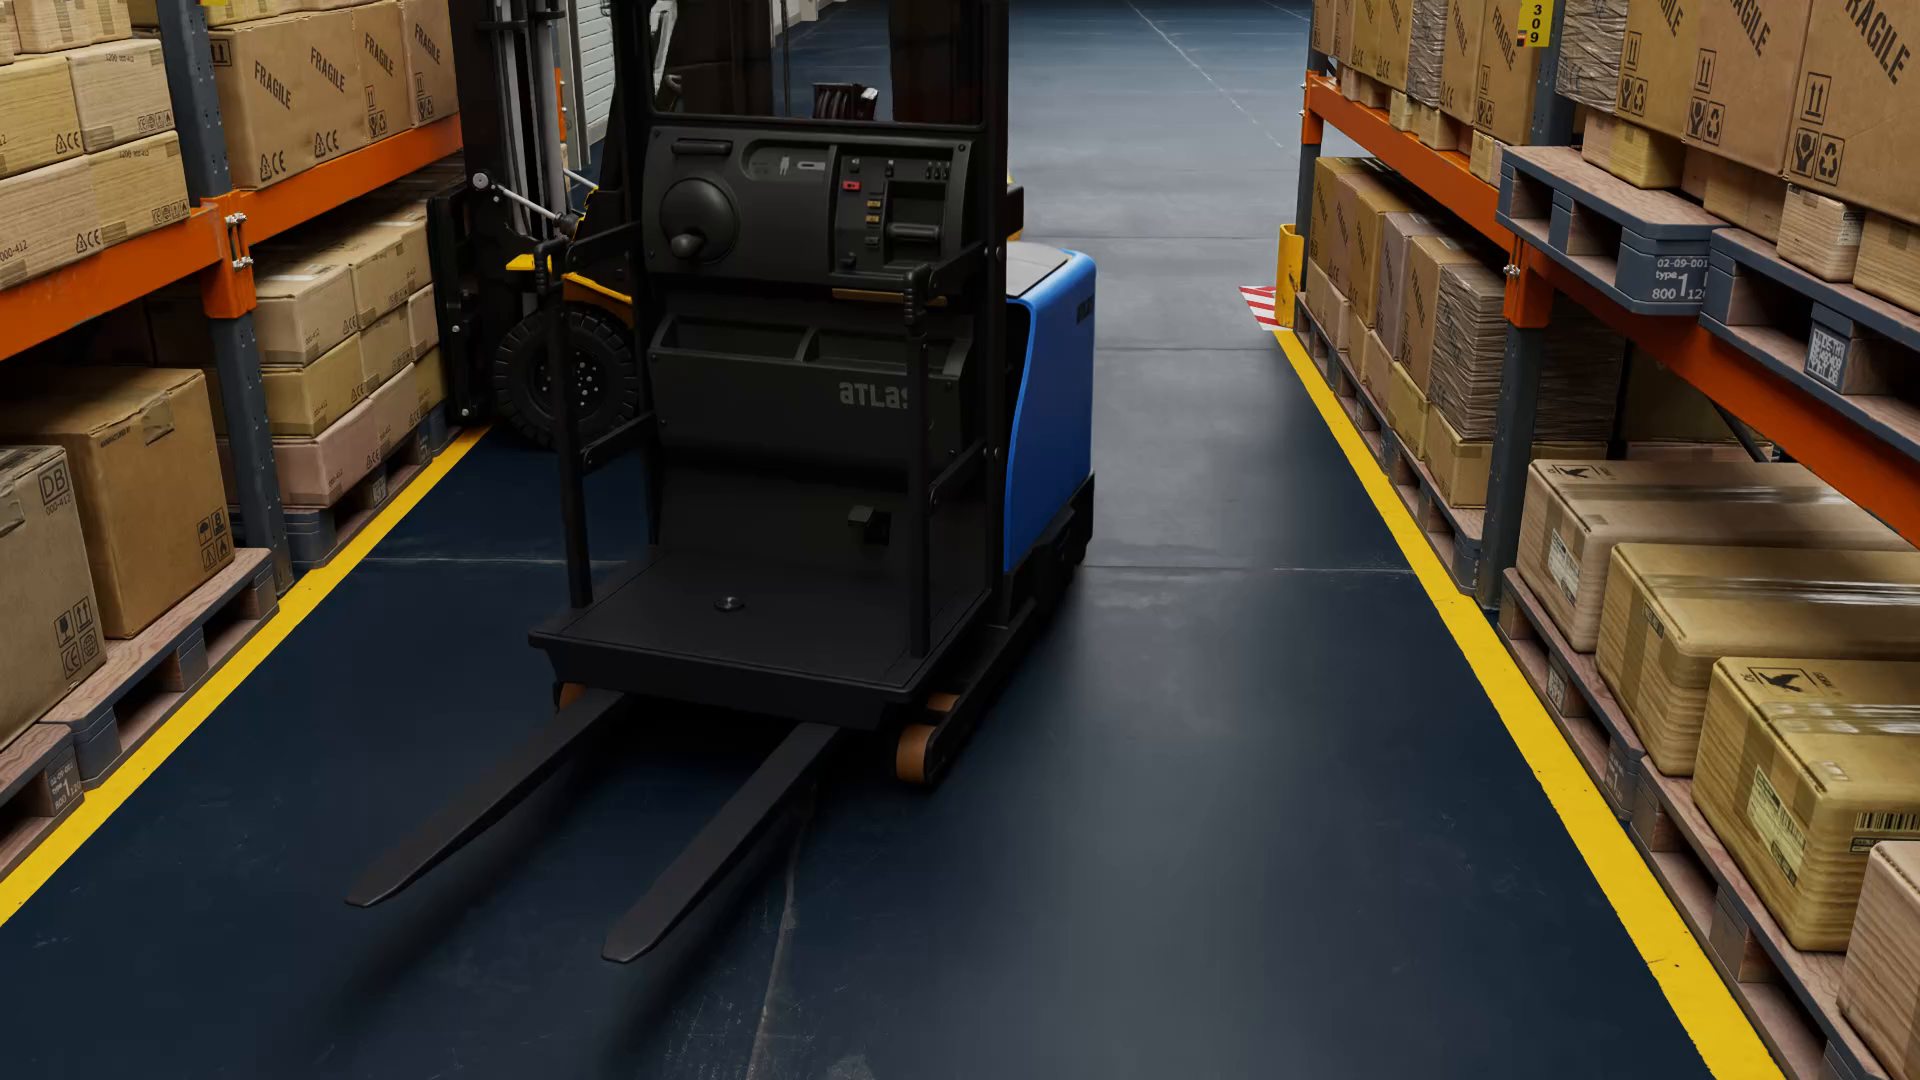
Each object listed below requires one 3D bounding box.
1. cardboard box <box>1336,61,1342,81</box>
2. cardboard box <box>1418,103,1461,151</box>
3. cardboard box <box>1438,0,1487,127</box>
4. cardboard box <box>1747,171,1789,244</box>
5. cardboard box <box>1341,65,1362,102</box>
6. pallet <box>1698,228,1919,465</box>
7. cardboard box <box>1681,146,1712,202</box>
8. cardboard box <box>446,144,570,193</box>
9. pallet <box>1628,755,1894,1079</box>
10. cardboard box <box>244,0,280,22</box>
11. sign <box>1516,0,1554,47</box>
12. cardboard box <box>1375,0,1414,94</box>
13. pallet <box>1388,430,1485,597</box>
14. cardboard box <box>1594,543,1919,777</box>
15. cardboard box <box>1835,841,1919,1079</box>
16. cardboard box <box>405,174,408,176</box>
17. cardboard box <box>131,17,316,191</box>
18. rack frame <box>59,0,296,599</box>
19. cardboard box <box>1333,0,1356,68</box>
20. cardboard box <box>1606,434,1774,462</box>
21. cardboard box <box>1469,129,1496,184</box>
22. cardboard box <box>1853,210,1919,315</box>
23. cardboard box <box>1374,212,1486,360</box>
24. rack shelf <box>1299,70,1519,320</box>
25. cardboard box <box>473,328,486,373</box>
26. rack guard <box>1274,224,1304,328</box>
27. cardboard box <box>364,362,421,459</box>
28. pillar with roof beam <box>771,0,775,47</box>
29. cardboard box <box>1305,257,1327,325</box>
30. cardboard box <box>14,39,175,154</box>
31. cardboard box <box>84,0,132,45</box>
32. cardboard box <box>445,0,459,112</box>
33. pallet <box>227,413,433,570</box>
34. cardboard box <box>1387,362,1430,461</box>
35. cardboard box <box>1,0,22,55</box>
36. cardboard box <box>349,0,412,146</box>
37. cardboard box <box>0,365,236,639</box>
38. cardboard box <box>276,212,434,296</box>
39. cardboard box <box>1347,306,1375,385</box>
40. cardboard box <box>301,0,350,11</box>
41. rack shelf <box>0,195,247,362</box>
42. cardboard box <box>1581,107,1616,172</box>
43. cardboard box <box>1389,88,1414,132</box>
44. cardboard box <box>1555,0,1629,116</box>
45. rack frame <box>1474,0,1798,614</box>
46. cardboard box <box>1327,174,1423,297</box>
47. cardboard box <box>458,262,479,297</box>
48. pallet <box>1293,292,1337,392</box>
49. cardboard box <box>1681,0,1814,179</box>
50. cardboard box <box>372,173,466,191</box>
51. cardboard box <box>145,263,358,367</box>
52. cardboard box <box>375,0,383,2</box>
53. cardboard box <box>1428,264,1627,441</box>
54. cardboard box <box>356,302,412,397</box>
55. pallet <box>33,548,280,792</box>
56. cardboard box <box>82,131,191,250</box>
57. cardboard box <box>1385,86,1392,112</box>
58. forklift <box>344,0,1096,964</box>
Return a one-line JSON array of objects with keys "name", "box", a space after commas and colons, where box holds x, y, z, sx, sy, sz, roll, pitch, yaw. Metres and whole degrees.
[{"name": "cardboard box", "box": [2.111, -2.386, 8.378, 0.380, 0.149, 0.250, 1, 21, 2]}, {"name": "cardboard box", "box": [1.939, -1.547, 6.216, 0.380, 0.149, 0.250, 0, 21, 1]}, {"name": "cardboard box", "box": [1.980, -1.712, 5.745, 0.500, 0.500, 0.500, 1, 21, 3]}, {"name": "cardboard box", "box": [1.866, -0.684, 3.412, 0.380, 0.149, 0.250, 1, 21, 2]}, {"name": "cardboard box", "box": [1.974, -2.108, 7.662, 0.380, 0.149, 0.250, 1, 21, 2]}, {"name": "pallet", "box": [2.104, -0.358, 3.069, 1.003, 0.211, 1.213, 1, 21, 2]}, {"name": "cardboard box", "box": [1.925, -0.866, 3.880, 0.380, 0.149, 0.250, 2, 21, 5]}, {"name": "cardboard box", "box": [-2.336, -1.887, 8.583, 0.500, 0.250, 0.500, 1, 21, 3]}, {"name": "pallet", "box": [2.150, 0.847, 3.555, 1.003, 0.211, 1.213, 1, 21, 2]}, {"name": "cardboard box", "box": [-2.476, -1.785, 5.449, 0.380, 0.149, 0.250, 1, 21, 3]}, {"name": "sign", "box": [1.664, -1.584, 4.767, 0.100, 0.325, 0.005, 1, 21, 2]}, {"name": "cardboard box", "box": [2.002, -2.085, 6.706, 0.500, 0.500, 0.500, 0, 21, 1]}, {"name": "pallet", "box": [2.191, -0.120, 6.047, 1.003, 0.211, 1.213, 1, 21, 2]}, {"name": "cardboard box", "box": [2.174, 0.302, 4.156, 0.950, 0.372, 0.625, 2, 21, 5]}, {"name": "cardboard box", "box": [2.126, 0.827, 2.802, 0.950, 0.372, 0.625, 0, 21, 1]}, {"name": "cardboard box", "box": [-2.849, -1.704, 8.113, 0.500, 0.250, 0.500, 1, 21, 2]}, {"name": "cardboard box", "box": [-2.481, -1.434, 5.441, 0.500, 0.500, 0.500, 0, 21, 0]}, {"name": "rack frame", "box": [-2.755, -1.230, 5.053, 1.000, 3.000, 0.127, 1, 21, 2]}, {"name": "cardboard box", "box": [2.024, -2.453, 7.655, 0.500, 0.500, 0.500, 1, 21, 3]}, {"name": "cardboard box", "box": [2.494, -0.301, 5.879, 0.500, 0.250, 0.500, 0, 21, -1]}, {"name": "cardboard box", "box": [1.912, -1.270, 5.502, 0.380, 0.149, 0.250, 1, 21, 3]}, {"name": "cardboard box", "box": [1.827, -0.492, 2.916, 0.380, 0.149, 0.250, 0, 21, 0]}, {"name": "cardboard box", "box": [1.984, -1.026, 6.710, 0.500, 0.500, 0.500, 2, 21, 4]}, {"name": "rack shelf", "box": [2.267, -1.565, 6.910, 1.077, 0.370, 4.000, 1, 21, 2]}, {"name": "cardboard box", "box": [-2.374, -0.869, 7.341, 0.500, 0.250, 0.500, 1, 21, 3]}, {"name": "rack guard", "box": [2.326, -1.430, 9.024, 1.175, 0.500, 0.348, 1, 21, 2]}, {"name": "cardboard box", "box": [-2.410, -0.499, 6.389, 0.500, 0.250, 0.500, 0, 21, 0]}, {"name": "pillar with roof beam", "box": [1.295, -11.692, 23.723, 9.100, 9.000, 0.400, 1, 21, 2]}, {"name": "cardboard box", "box": [2.027, -1.249, 8.321, 0.500, 0.250, 0.500, 0, 21, 1]}, {"name": "cardboard box", "box": [-2.515, -1.213, 4.525, 0.500, 0.250, 0.500, 0, 21, 0]}, {"name": "cardboard box", "box": [-2.544, -1.453, 4.593, 0.380, 0.149, 0.250, 1, 21, 3]}, {"name": "cardboard box", "box": [-2.426, -2.170, 7.336, 0.500, 0.500, 0.500, 0, 21, 1]}, {"name": "pallet", "box": [-2.689, -0.217, 6.297, 1.003, 0.211, 1.213, 1, 21, 2]}, {"name": "cardboard box", "box": [1.962, -0.500, 6.392, 0.500, 0.250, 0.500, 0, 21, 0]}, {"name": "cardboard box", "box": [-2.594, -1.272, 4.125, 0.380, 0.149, 0.250, 1, 21, 2]}, {"name": "cardboard box", "box": [-2.467, -1.806, 6.399, 0.500, 0.500, 0.500, 0, 21, 1]}, {"name": "cardboard box", "box": [-2.760, -0.130, 4.920, 0.875, 0.625, 0.625, 2, 21, 4]}, {"name": "cardboard box", "box": [-2.398, -1.147, 6.676, 0.500, 0.250, 0.500, 1, 21, 3]}, {"name": "cardboard box", "box": [2.000, -0.867, 7.336, 0.500, 0.250, 0.500, 2, 21, 5]}, {"name": "cardboard box", "box": [-2.415, -1.968, 5.920, 0.380, 0.149, 0.250, 1, 21, 3]}, {"name": "rack shelf", "box": [-2.816, -0.172, 3.319, 1.077, 0.370, 4.000, 1, 21, 2]}, {"name": "cardboard box", "box": [1.874, -1.059, 4.379, 0.380, 0.149, 0.250, 1, 21, 2]}, {"name": "cardboard box", "box": [1.948, -1.732, 6.694, 0.380, 0.149, 0.250, 1, 21, 2]}, {"name": "cardboard box", "box": [1.905, -1.392, 4.339, 0.500, 0.500, 0.500, 1, 21, 3]}, {"name": "rack frame", "box": [2.206, -1.177, 4.916, 1.000, 3.000, 0.127, 1, 21, 2]}, {"name": "cardboard box", "box": [2.015, -1.400, 7.676, 0.500, 0.500, 0.500, 0, 21, 0]}, {"name": "cardboard box", "box": [-2.376, -1.095, 7.234, 0.500, 0.250, 0.500, 1, 21, 1]}, {"name": "pallet", "box": [2.265, -1.002, 8.321, 1.003, 0.211, 1.213, 1, 21, 2]}, {"name": "cardboard box", "box": [1.862, -1.032, 3.412, 0.500, 0.500, 0.500, 1, 21, 1]}, {"name": "cardboard box", "box": [-2.351, -1.519, 7.637, 0.500, 0.250, 0.500, 1, 21, 2]}, {"name": "cardboard box", "box": [-2.427, -0.782, 5.735, 0.500, 0.250, 0.500, 0, 21, 1]}, {"name": "cardboard box", "box": [-2.415, -2.154, 6.399, 0.380, 0.149, 0.250, 0, 21, 0]}, {"name": "cardboard box", "box": [1.956, -0.657, 5.760, 0.500, 0.500, 0.500, 0, 21, 1]}, {"name": "cardboard box", "box": [-2.419, -0.731, 6.295, 0.500, 0.250, 0.500, 1, 21, 1]}, {"name": "pallet", "box": [-2.739, 0.337, 4.870, 1.003, 0.211, 1.213, 1, 21, 2]}, {"name": "cardboard box", "box": [-2.509, -0.975, 4.603, 0.500, 0.250, 0.500, 1, 21, 3]}, {"name": "cardboard box", "box": [2.052, -1.918, 7.172, 0.380, 0.149, 0.250, 1, 21, 3]}, {"name": "forklift", "box": [-0.486, -0.885, 4.258, 1.130, 2.935, 3.031, 7, 22, 17]}]
